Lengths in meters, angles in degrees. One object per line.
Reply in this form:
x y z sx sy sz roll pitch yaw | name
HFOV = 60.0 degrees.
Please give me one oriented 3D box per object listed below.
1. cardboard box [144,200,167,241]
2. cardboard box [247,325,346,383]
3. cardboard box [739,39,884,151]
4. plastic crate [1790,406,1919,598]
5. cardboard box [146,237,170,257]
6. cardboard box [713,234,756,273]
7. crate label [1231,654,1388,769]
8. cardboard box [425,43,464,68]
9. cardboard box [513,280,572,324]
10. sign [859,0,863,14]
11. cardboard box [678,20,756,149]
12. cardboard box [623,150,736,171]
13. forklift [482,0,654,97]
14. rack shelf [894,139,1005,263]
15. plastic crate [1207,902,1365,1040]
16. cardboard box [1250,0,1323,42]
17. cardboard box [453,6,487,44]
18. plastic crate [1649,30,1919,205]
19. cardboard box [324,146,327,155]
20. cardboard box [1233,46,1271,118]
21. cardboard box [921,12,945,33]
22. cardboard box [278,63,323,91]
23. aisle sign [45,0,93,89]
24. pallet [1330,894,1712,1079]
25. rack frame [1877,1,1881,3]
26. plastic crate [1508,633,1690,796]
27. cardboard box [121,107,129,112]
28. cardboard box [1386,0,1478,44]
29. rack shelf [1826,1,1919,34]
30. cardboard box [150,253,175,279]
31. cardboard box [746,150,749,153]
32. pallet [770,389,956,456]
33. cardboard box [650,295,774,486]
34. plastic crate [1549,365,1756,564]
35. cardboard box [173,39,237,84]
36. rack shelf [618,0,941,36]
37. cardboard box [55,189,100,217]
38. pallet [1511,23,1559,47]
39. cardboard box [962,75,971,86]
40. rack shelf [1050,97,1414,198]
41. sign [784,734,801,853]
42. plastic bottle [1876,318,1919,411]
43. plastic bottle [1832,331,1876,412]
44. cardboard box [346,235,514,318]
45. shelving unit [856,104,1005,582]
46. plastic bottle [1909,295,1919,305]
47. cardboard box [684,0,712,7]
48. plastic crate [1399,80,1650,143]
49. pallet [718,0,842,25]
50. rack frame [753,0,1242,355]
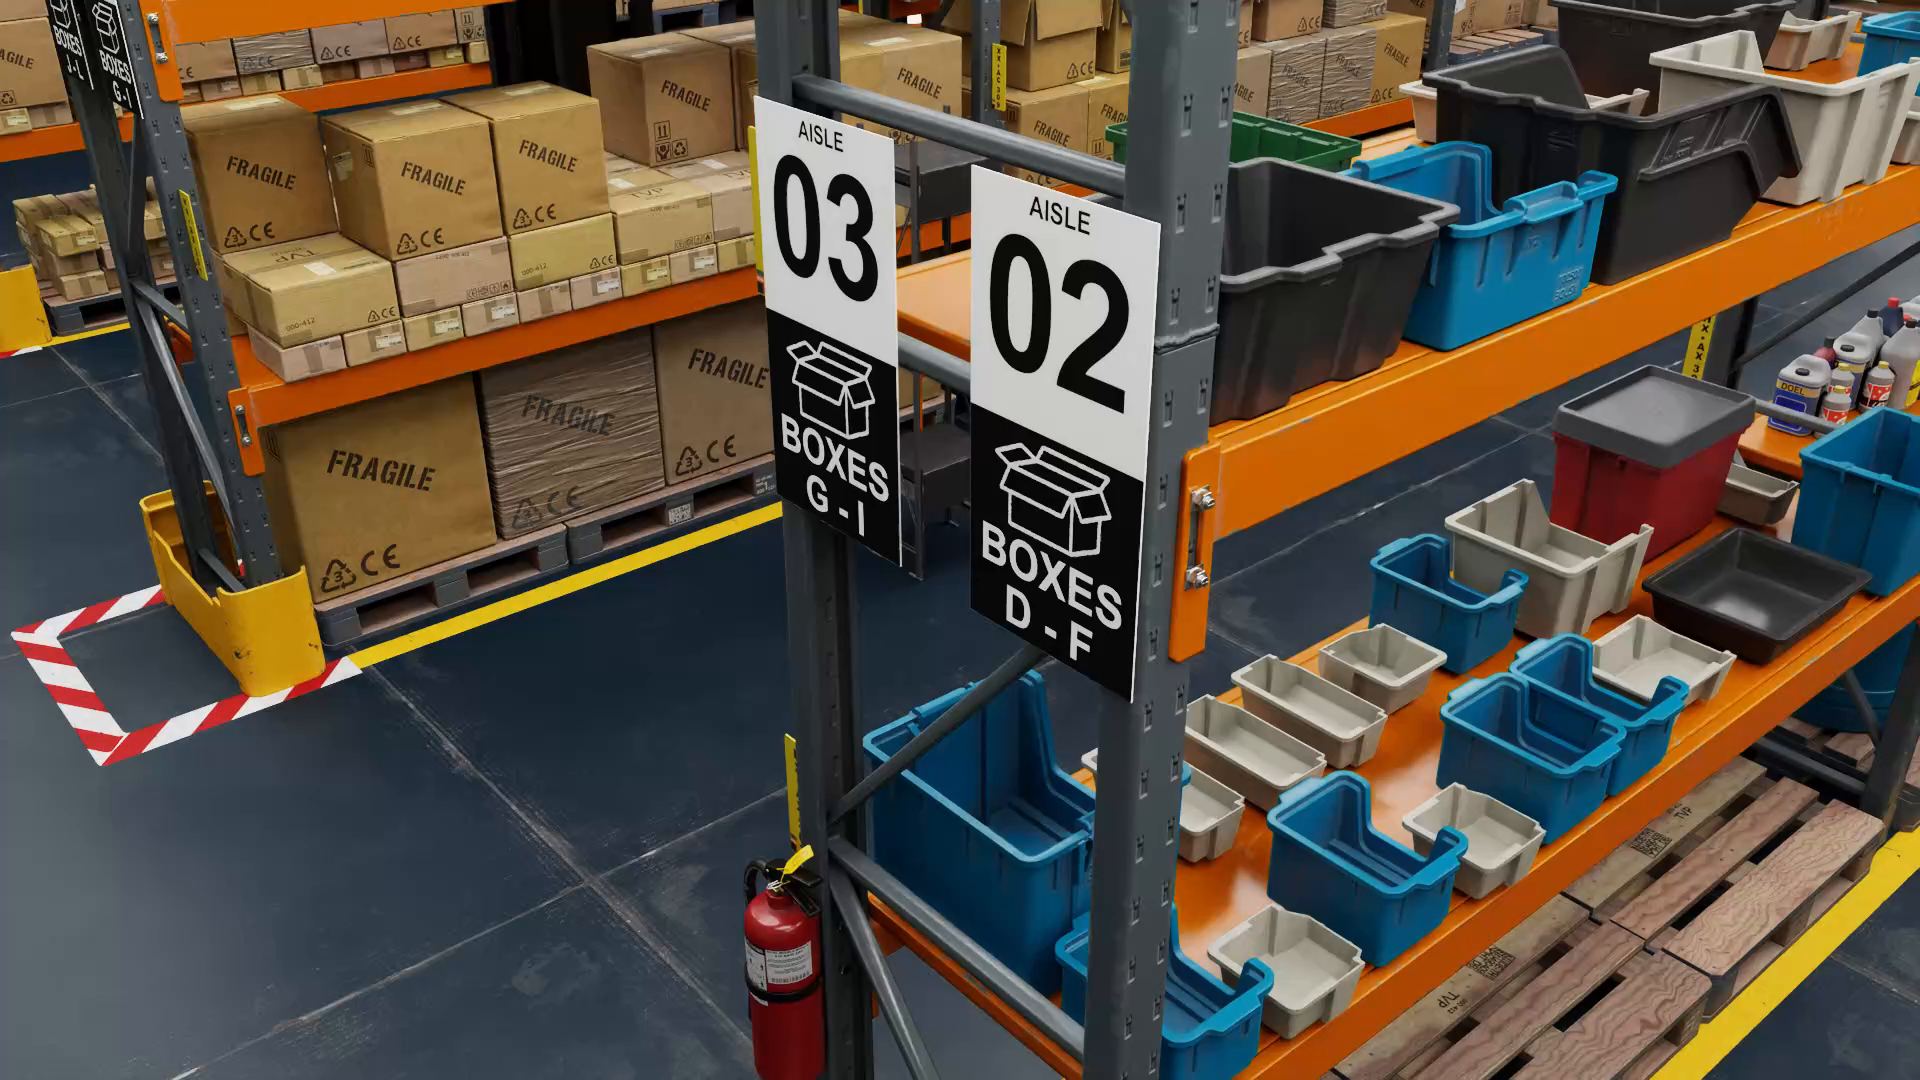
-5.323 -2.112 10.968 0.250 0.149 0.380 -22 35 -35 | cardboard box
-2.722 -0.795 6.822 0.250 0.149 0.380 -21 35 -34 | cardboard box
-0.723 -2.147 8.132 0.500 0.500 0.500 -21 35 -34 | cardboard box
2.918 -0.118 5.241 0.575 0.384 0.392 -22 35 -35 | plastic crate
-5.409 -2.022 11.115 0.250 0.149 0.380 -21 35 -34 | cardboard box
-1.160 -1.424 7.999 0.250 0.149 0.380 -23 35 -36 | cardboard box
0.938 0.458 4.426 0.243 0.136 0.396 -22 35 -35 | crate label
-3.738 -3.488 11.861 0.250 0.149 0.380 -20 34 -33 | cardboard box
-1.941 -1.110 7.411 0.250 0.149 0.380 -23 36 -36 | cardboard box
-0.523 -2.806 9.175 0.005 0.325 0.100 -22 35 -35 | sign
-1.073 -2.332 8.480 0.500 0.500 0.500 -22 35 -35 | cardboard box
-1.462 -1.844 8.361 0.500 0.250 0.500 -21 35 -34 | cardboard box
-1.908 -2.529 9.873 3.031 2.935 1.130 -24 37 -38 | forklift
-0.126 -1.481 7.337 0.480 0.518 0.431 -22 35 -35 | rack shelf
0.708 0.924 3.554 0.298 0.136 0.250 -22 35 -35 | plastic crate
1.816 -3.433 10.321 0.637 0.503 0.797 -21 35 -34 | cardboard box
-3.490 -3.875 11.896 0.500 0.500 0.500 -22 35 -35 | cardboard box
1.895 -0.978 3.840 0.530 0.282 0.437 -22 35 -35 | plastic crate
-4.541 -2.813 12.279 0.250 0.149 0.380 -21 35 -34 | cardboard box
1.502 -2.701 10.016 0.500 0.500 0.500 -21 35 -34 | cardboard box
0.259 -4.519 15.465 0.750 0.750 1.050 -22 35 -36 | cardboard box
-4.513 -3.162 11.252 0.250 0.149 0.380 -21 35 -34 | cardboard box
-3.455 -2.148 6.328 0.004 0.787 0.394 -22 35 -35 | aisle sign
1.589 1.481 5.255 1.213 0.211 1.003 -22 35 -35 | pallet
8.966 -5.810 15.940 0.127 3.000 1.000 -22 35 -35 | rack frame
1.640 0.456 4.329 0.300 0.233 0.416 -22 35 -35 | plastic crate
-5.375 -2.880 10.723 0.250 0.149 0.380 -20 34 -33 | cardboard box
3.265 -3.772 11.573 0.500 0.500 0.500 23 36 36 | cardboard box
4.573 -1.981 6.355 4.000 0.370 1.077 -22 35 -35 | rack shelf
-5.412 -1.886 11.176 0.250 0.149 0.380 -21 35 -34 | cardboard box
-0.721 -1.816 8.309 0.500 0.250 0.500 -21 34 -33 | cardboard box
-0.792 -0.705 9.345 1.213 0.211 1.003 -22 35 -35 | pallet
-1.402 -0.939 8.633 0.875 0.875 0.875 -22 35 -35 | cardboard box
2.210 -0.235 5.375 0.583 0.464 0.402 -22 35 -35 | plastic crate
-5.056 -3.257 10.740 0.500 0.500 0.500 -21 35 -34 | cardboard box
-1.784 -4.243 13.771 4.000 0.370 1.077 -22 35 -35 | rack shelf
-5.882 -2.224 11.177 0.250 0.149 0.380 -21 35 -34 | cardboard box
4.359 -3.898 12.566 1.213 0.211 1.003 -22 35 -35 | pallet
0.016 -2.424 9.498 0.500 0.500 0.500 -22 35 -35 | cardboard box
1.359 -2.434 10.385 4.000 0.370 1.077 -22 35 -35 | rack shelf
-0.361 0.596 3.779 0.005 0.325 0.100 -22 35 -35 | sign
3.632 -0.688 6.408 0.185 0.351 0.144 -22 35 -35 | plastic bottle
3.420 -0.657 6.428 0.135 0.276 0.152 -22 35 -35 | plastic bottle
-2.274 -1.192 7.141 0.500 0.250 0.500 -22 35 -35 | cardboard box
-0.126 -0.875 7.660 0.503 2.100 0.431 -22 35 -35 | shelving unit
3.906 -0.852 6.794 0.135 0.276 0.152 -22 35 -35 | plastic bottle
-2.116 -4.217 12.779 0.250 0.149 0.380 -21 35 -34 | cardboard box
1.420 -1.067 4.162 0.530 0.136 0.437 -22 35 -35 | plastic crate
-1.742 -4.467 13.630 1.213 0.211 1.003 -22 35 -35 | pallet
0.009 -1.785 2.043 0.127 3.000 1.000 -22 35 -35 | rack frame
